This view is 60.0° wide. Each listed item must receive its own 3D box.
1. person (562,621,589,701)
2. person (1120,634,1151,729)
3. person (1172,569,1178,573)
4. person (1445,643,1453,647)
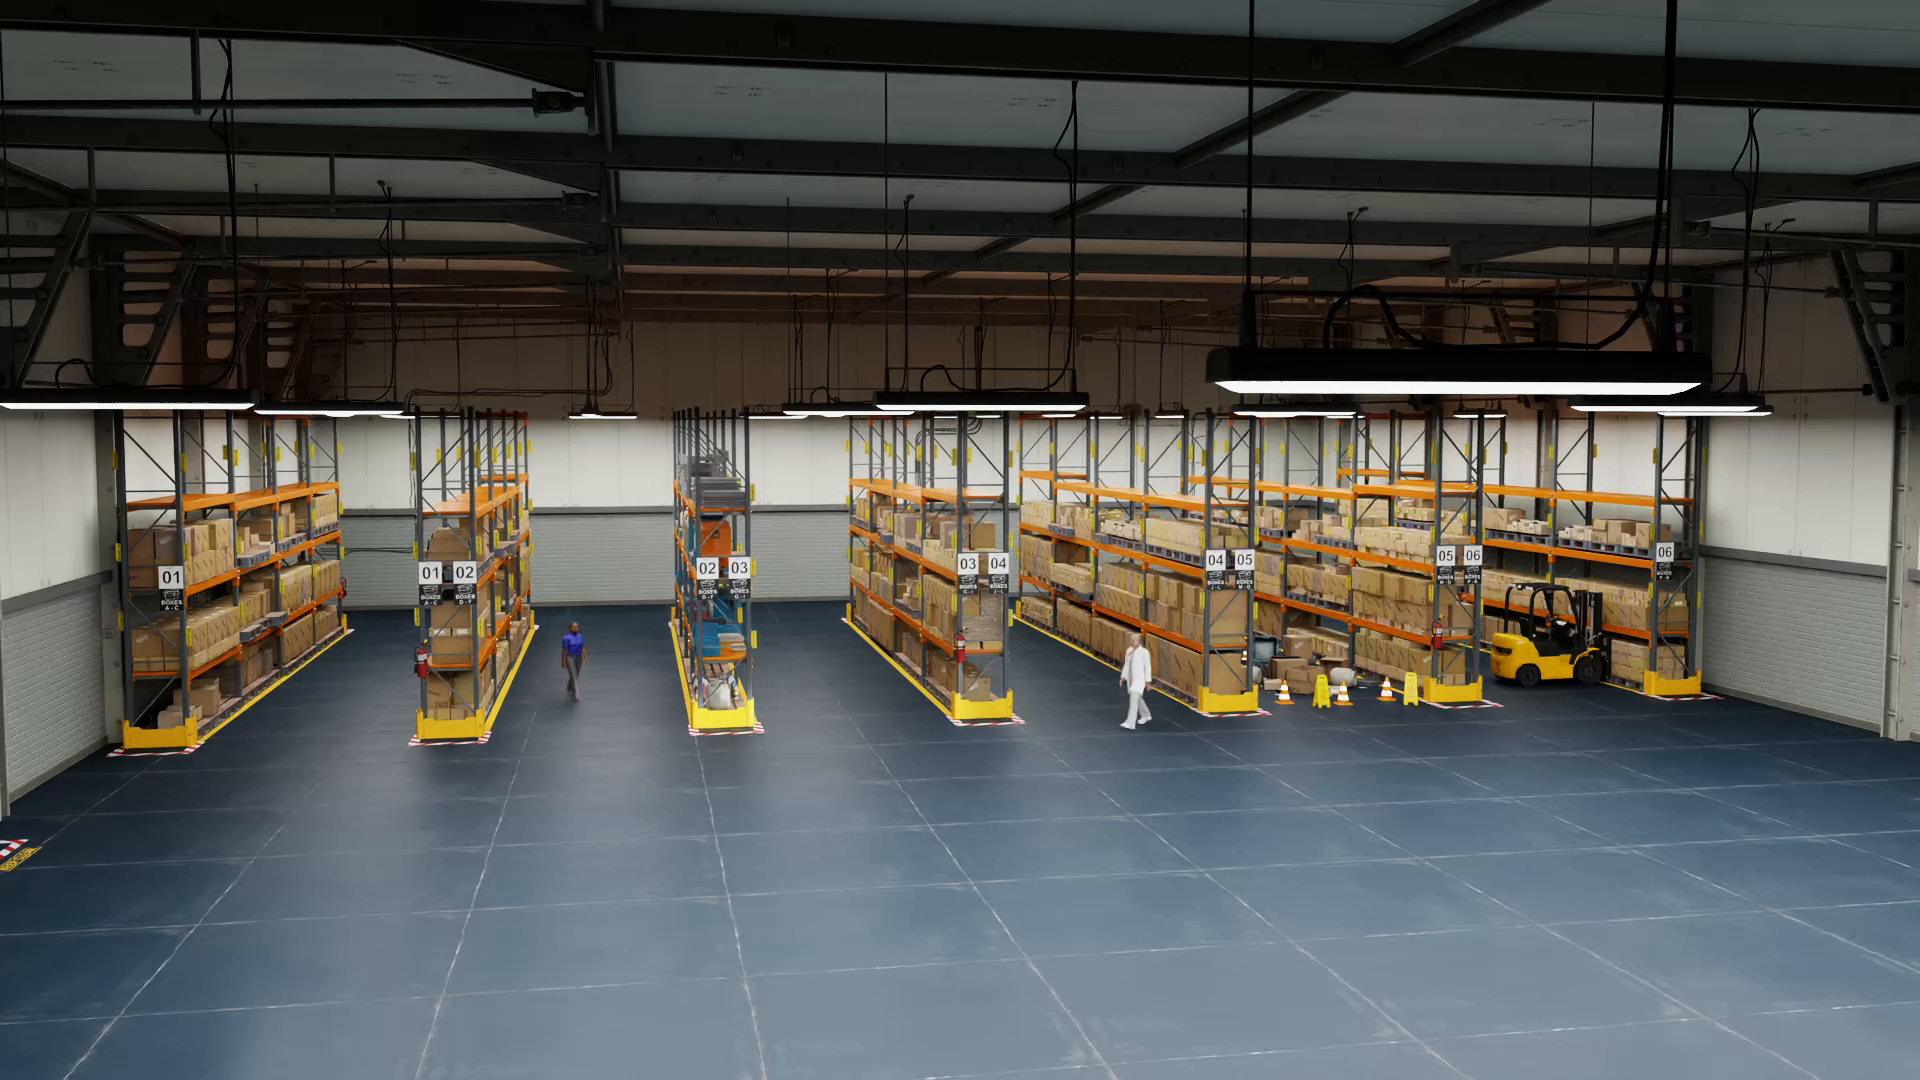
[{"bbox_3d":[-7.967,2.465,34.304,0.513,1.593,1.070,-3,5,-36],"label":"person"},{"bbox_3d":[3.299,2.634,31.187,0.960,1.760,0.534,-3,5,-33],"label":"person"},{"bbox_3d":[6.033,1.548,46.171,0.472,1.790,0.602,3,5,33],"label":"person"},{"bbox_3d":[11.256,2.103,38.405,0.589,1.787,0.534,-2,5,-26],"label":"person"}]
